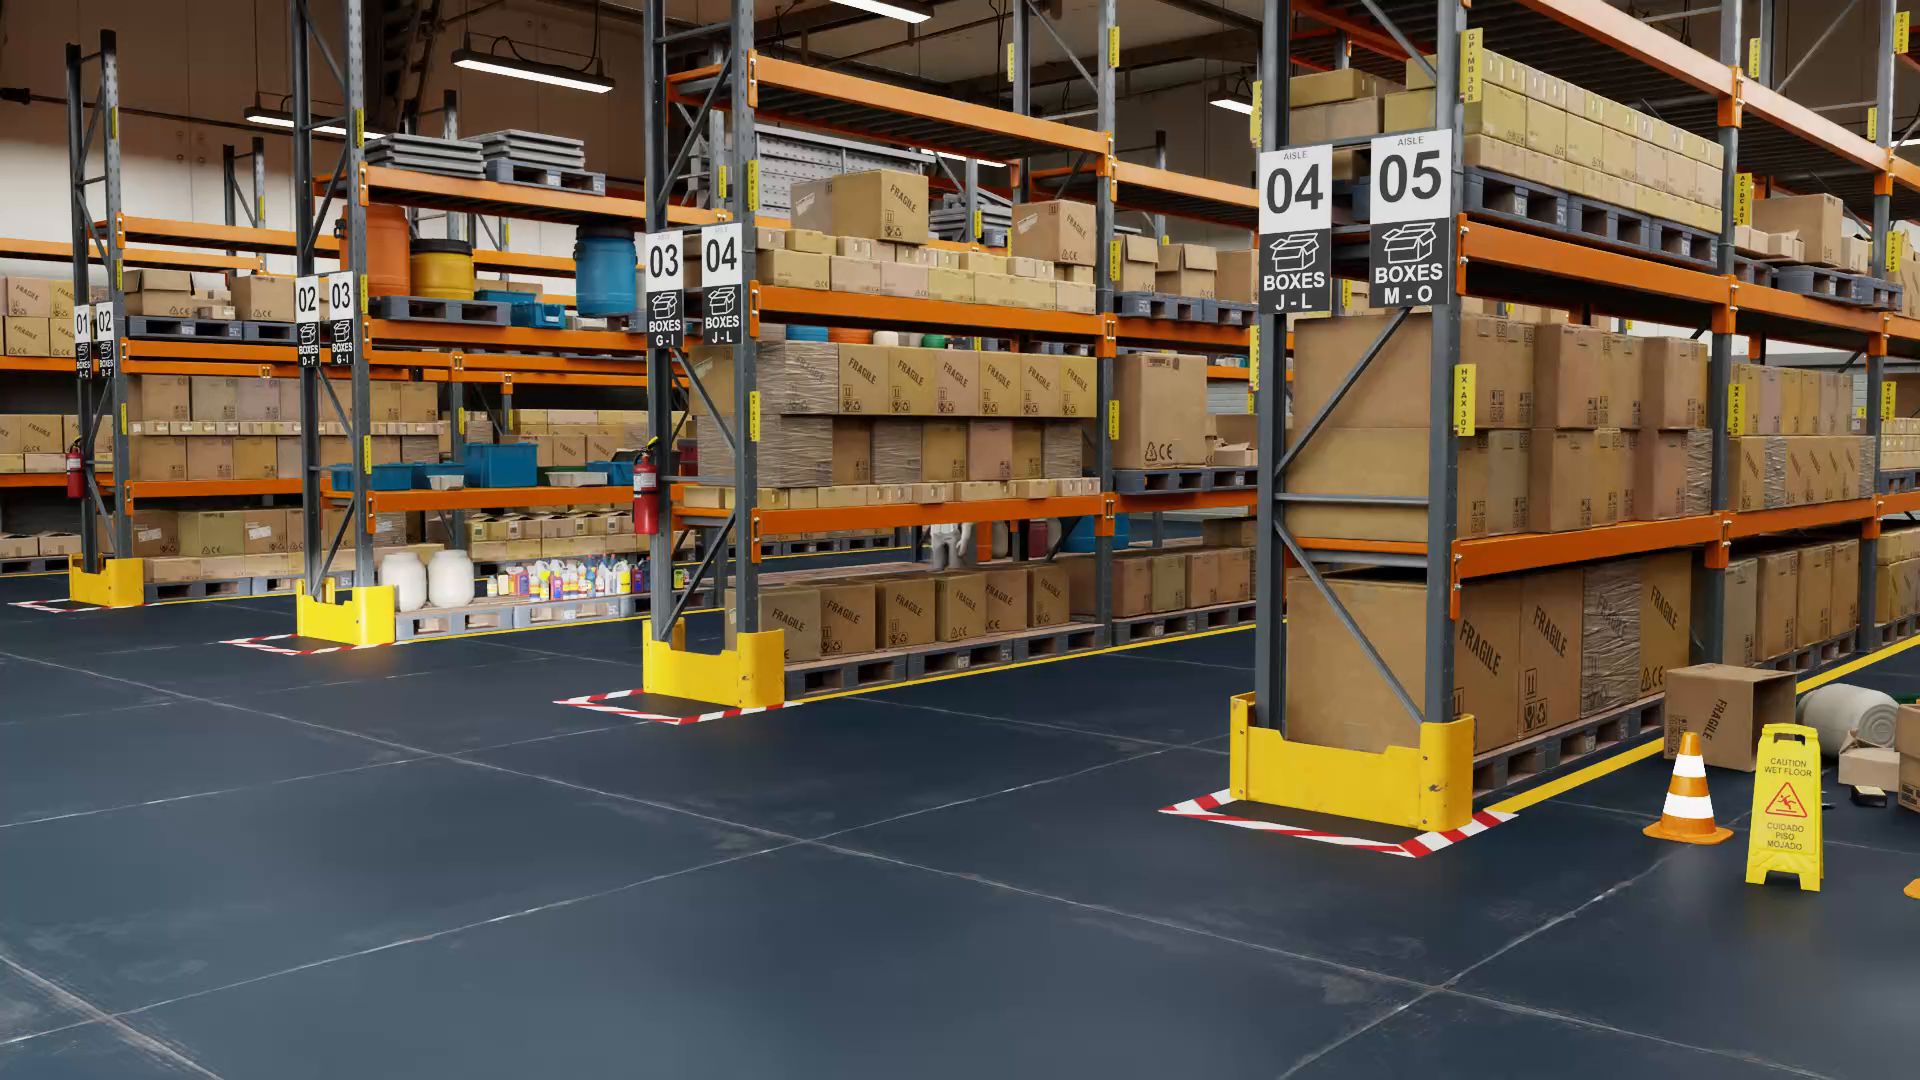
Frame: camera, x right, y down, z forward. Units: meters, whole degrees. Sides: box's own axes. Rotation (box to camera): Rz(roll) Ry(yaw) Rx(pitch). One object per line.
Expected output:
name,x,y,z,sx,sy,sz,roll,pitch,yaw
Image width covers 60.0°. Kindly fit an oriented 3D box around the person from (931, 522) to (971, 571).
person,-0.084,0.005,15.654,0.469,1.729,0.345,3,5,42
